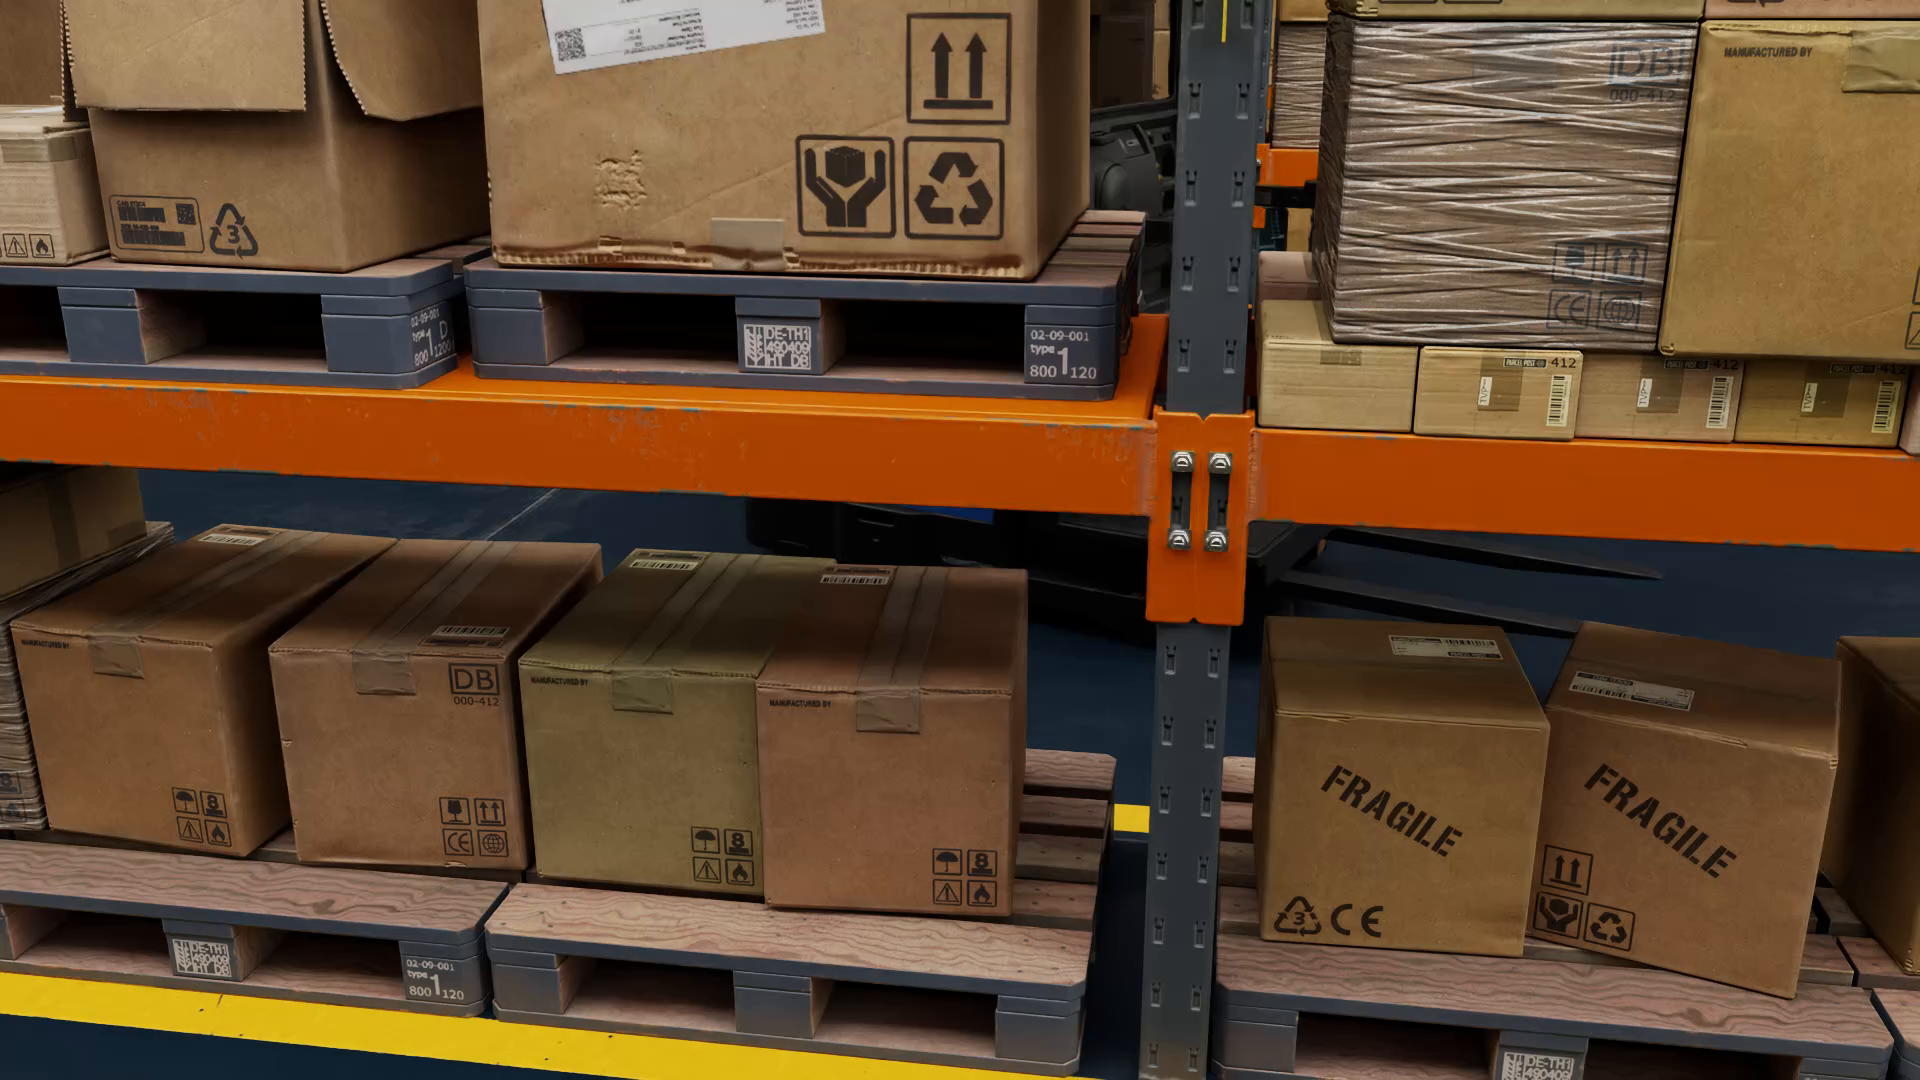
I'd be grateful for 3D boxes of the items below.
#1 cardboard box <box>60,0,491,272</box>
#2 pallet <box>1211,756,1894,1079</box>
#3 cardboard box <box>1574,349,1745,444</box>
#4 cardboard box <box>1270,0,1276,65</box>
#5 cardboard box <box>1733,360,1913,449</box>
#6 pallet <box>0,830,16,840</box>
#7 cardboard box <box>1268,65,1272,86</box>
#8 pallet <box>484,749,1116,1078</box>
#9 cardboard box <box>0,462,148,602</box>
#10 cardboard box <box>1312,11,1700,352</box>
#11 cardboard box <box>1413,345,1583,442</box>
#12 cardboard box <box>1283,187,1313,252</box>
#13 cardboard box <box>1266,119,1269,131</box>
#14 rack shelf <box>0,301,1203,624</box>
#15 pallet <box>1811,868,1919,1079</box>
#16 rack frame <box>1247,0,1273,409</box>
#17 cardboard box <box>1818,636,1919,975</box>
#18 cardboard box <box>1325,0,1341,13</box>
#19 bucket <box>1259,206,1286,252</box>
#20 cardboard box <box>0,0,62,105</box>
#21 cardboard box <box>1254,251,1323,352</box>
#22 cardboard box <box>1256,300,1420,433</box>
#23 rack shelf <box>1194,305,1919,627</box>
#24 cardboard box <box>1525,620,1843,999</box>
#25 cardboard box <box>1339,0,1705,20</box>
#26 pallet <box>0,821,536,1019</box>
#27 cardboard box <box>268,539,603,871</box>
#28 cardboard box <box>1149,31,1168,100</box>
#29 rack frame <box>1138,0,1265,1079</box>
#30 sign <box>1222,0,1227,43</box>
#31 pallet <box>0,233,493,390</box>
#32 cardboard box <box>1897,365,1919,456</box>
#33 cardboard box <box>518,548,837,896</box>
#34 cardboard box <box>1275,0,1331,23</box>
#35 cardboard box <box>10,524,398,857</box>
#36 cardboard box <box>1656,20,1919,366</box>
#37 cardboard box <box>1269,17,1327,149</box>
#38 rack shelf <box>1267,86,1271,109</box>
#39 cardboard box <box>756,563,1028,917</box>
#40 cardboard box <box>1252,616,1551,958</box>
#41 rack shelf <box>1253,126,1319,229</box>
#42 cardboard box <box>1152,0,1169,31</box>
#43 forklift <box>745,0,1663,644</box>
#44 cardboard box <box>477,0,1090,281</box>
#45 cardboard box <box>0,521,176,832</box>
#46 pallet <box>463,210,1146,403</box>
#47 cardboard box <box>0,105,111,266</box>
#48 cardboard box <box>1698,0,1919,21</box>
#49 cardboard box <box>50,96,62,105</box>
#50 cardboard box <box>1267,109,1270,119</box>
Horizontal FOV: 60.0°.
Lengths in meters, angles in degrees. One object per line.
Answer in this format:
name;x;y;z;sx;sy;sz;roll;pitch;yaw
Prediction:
cardboard box;-1.243;-0.839;3.259;0.637;0.503;0.797;5;19;14
pallet;1.152;0.812;3.543;1.213;0.211;1.003;3;19;9
cardboard box;1.144;-0.288;2.832;0.250;0.149;0.380;3;19;9
cardboard box;2.445;-3.716;12.057;0.500;0.500;0.500;3;19;9
cardboard box;1.392;-0.278;2.804;0.250;0.149;0.380;3;19;9
pallet;-2.695;0.628;4.093;1.213;0.211;1.003;3;19;9
cardboard box;2.315;-3.402;12.139;0.250;0.149;0.380;3;19;8
pallet;-0.286;0.751;3.726;1.213;0.211;1.003;3;19;9
cardboard box;-2.274;-0.065;3.835;0.500;0.250;0.500;5;19;15
cardboard box;0.918;-0.679;2.979;0.500;0.500;0.875;3;19;9
cardboard box;0.893;-0.292;2.844;0.250;0.149;0.380;3;19;9
cardboard box;1.980;-1.220;7.907;0.875;0.875;0.875;3;19;9
cardboard box;3.268;-4.204;17.024;0.500;0.250;0.500;3;19;8
rack shelf;-1.491;-0.292;3.583;4.000;0.370;1.077;3;19;9
pallet;2.360;0.873;3.361;1.213;0.211;1.003;3;19;9
rack frame;1.370;-2.082;7.797;0.127;3.000;1.000;3;19;9
cardboard box;2.064;0.519;3.302;0.500;0.500;0.500;1;19;4
cardboard box;0.971;-1.259;3.136;0.500;0.500;0.500;3;19;9
bucket;1.870;-1.965;10.213;0.620;0.611;0.726;-1;16;31
cardboard box;-2.359;-0.969;3.653;0.500;0.500;0.700;6;19;17
cardboard box;0.742;-0.495;3.451;0.250;0.149;0.380;3;19;9
cardboard box;0.648;-0.309;2.894;0.250;0.149;0.380;3;19;9
rack shelf;2.458;-0.091;2.981;4.000;0.370;1.077;3;19;9
cardboard box;1.439;0.513;3.321;0.500;0.500;0.500;9;21;26
cardboard box;0.887;-1.093;2.641;0.500;0.500;0.500;3;19;9
pallet;-1.494;0.690;3.908;1.213;0.211;1.003;3;19;9
cardboard box;-1.140;0.348;3.781;0.500;0.500;0.700;1;19;4
cardboard box;0.812;-2.071;7.609;0.500;0.500;0.500;3;19;8
rack frame;0.483;-0.533;3.168;0.127;3.000;1.000;3;19;9
sign;0.399;-0.908;2.464;0.005;0.325;0.100;3;19;9
pallet;-1.505;-0.556;3.541;1.213;0.211;1.003;3;19;9
cardboard box;1.633;-0.253;2.728;0.250;0.149;0.380;3;19;9
cardboard box;-0.587;0.376;3.697;0.500;0.500;0.700;3;19;8
cardboard box;1.729;-2.635;7.514;0.550;0.550;0.875;3;19;9
cardboard box;-1.691;0.320;3.864;0.500;0.500;0.700;5;19;13
cardboard box;1.406;-0.643;2.871;0.500;0.500;0.875;3;19;9
cardboard box;1.736;-2.138;7.729;0.550;0.550;0.875;3;19;9
rack shelf;4.030;-3.196;12.260;4.000;0.370;1.077;3;19;9
cardboard box;-0.119;0.406;3.607;0.500;0.500;0.700;1;19;4
cardboard box;0.872;0.486;3.400;0.500;0.500;0.500;2;19;7
rack shelf;3.345;-1.640;7.610;4.000;0.370;1.077;3;19;9
cardboard box;0.879;-2.626;7.692;0.500;0.500;0.700;3;19;8
forklift;0.755;-1.220;5.332;3.031;2.935;1.130;10;21;28
cardboard box;-0.279;-1.100;3.257;1.000;1.000;1.000;3;19;9
cardboard box;-2.252;0.294;3.943;0.500;0.500;0.700;1;19;4
pallet;-0.248;-0.526;3.450;1.213;0.211;1.003;3;19;9
cardboard box;-1.848;-0.706;3.259;0.500;0.250;0.500;2;19;7
cardboard box;1.381;-1.068;2.567;0.500;0.500;0.500;3;19;9
cardboard box;-1.777;-0.870;3.726;0.258;0.266;0.396;2;19;7
cardboard box;3.267;-4.439;16.940;0.500;0.250;0.500;3;19;8
